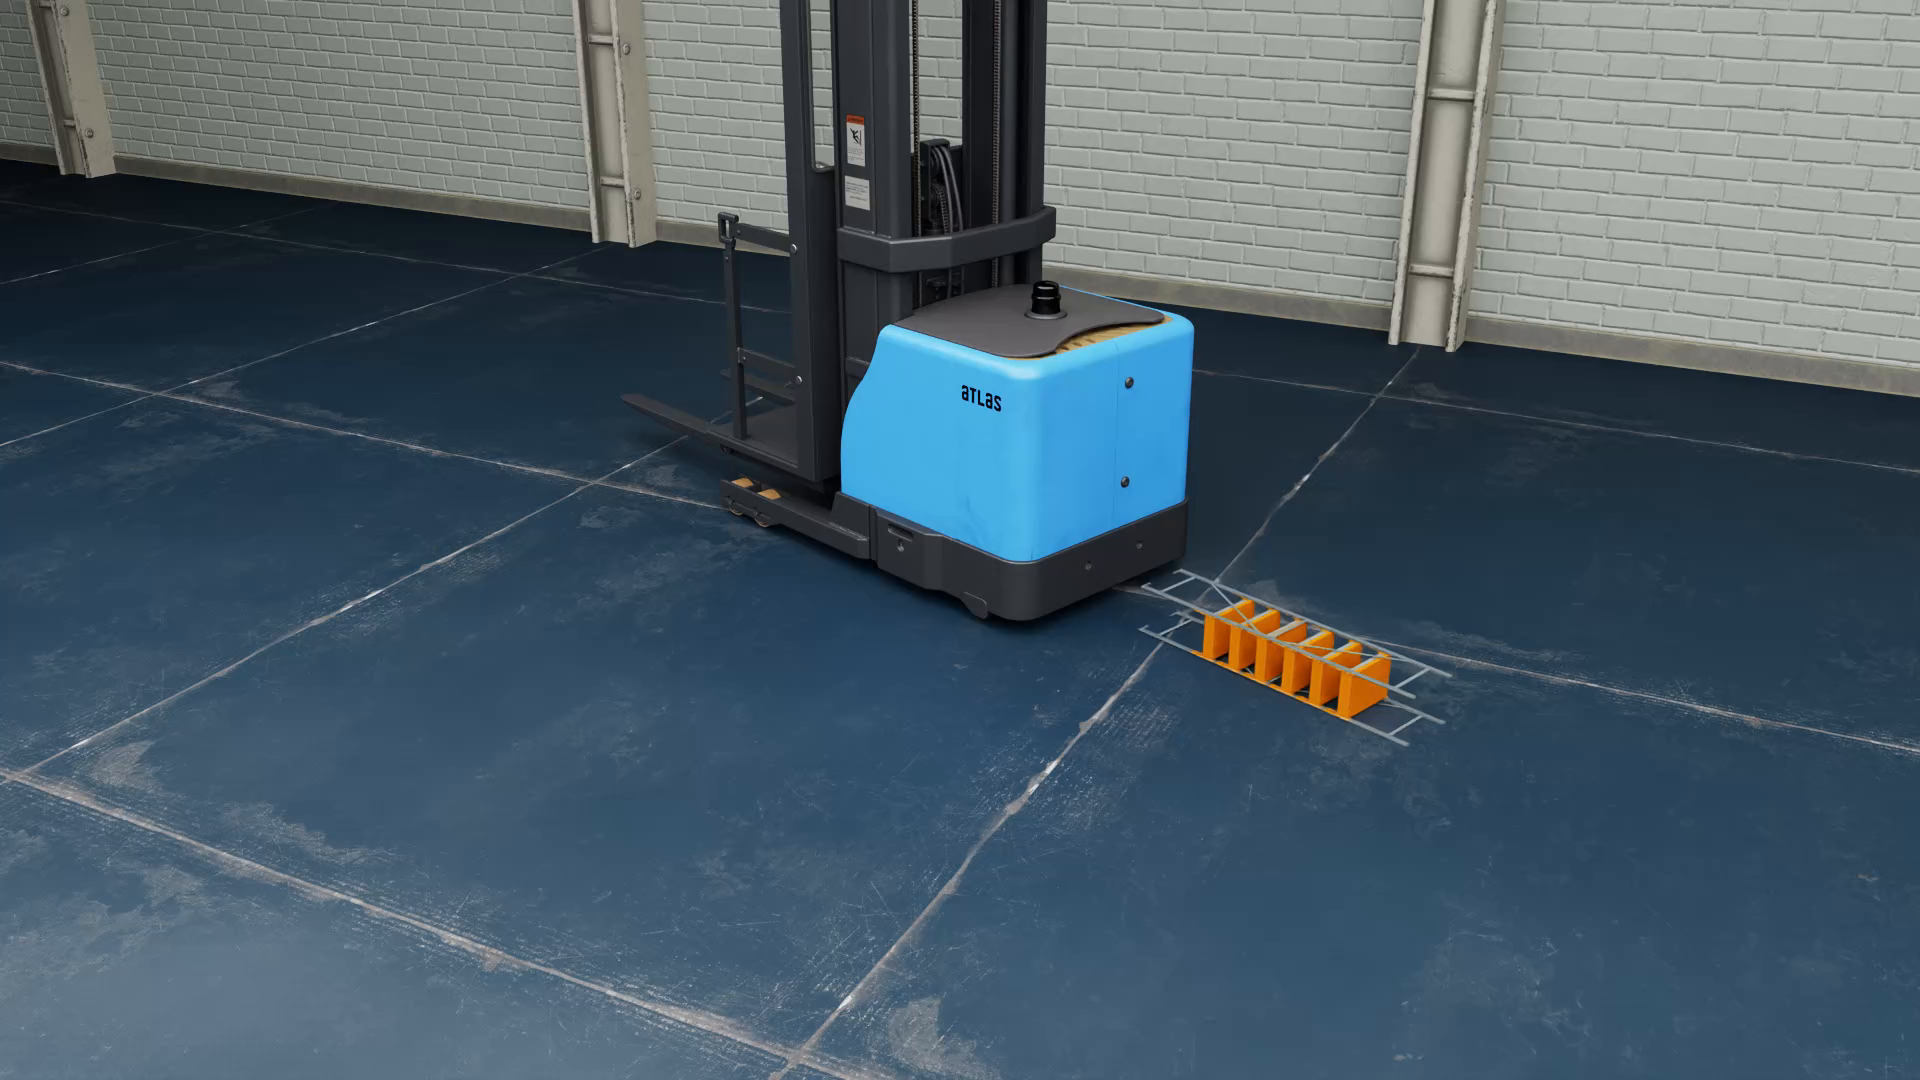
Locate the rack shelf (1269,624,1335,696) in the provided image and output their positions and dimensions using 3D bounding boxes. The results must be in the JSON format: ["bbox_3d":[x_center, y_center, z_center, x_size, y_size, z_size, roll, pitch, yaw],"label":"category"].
[{"bbox_3d":[1.237,0.427,5.996,0.258,0.180,0.103,-20,31,-39],"label":"rack shelf"}]

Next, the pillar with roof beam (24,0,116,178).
[{"bbox_3d":[-9.824,-5.960,9.766,0.400,9.000,9.100,11,25,25],"label":"pillar with roof beam"}]

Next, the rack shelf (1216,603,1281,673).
[{"bbox_3d":[1.073,0.358,6.156,0.258,0.180,0.103,-20,31,-39],"label":"rack shelf"}]

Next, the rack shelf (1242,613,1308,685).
[{"bbox_3d":[1.155,0.392,6.076,0.258,0.180,0.103,-20,31,-39],"label":"rack shelf"}]

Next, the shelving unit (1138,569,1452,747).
[{"bbox_3d":[1.185,0.405,6.046,0.258,0.189,1.200,-20,31,-39],"label":"shelving unit"}]

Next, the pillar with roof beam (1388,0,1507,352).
[{"bbox_3d":[0.885,-3.841,4.783,0.400,9.000,9.100,11,25,25],"label":"pillar with roof beam"}]

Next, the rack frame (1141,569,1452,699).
[{"bbox_3d":[1.186,0.321,6.010,0.240,0.006,1.200,-20,31,-39],"label":"rack frame"}]

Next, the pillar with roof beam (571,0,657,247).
[{"bbox_3d":[-4.469,-4.900,7.275,0.400,9.000,9.100,11,25,25],"label":"pillar with roof beam"}]

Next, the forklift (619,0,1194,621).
[{"bbox_3d":[-0.434,-1.528,7.097,1.130,2.935,3.031,-20,30,-39],"label":"forklift"}]

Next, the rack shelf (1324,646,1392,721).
[{"bbox_3d":[1.401,0.497,5.835,0.258,0.180,0.103,-20,31,-39],"label":"rack shelf"}]

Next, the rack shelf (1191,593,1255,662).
[{"bbox_3d":[0.991,0.323,6.237,0.258,0.180,0.103,-20,31,-39],"label":"rack shelf"}]

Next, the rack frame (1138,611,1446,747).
[{"bbox_3d":[1.185,0.489,6.082,0.240,0.006,1.200,-20,31,-39],"label":"rack frame"}]

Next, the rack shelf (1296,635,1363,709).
[{"bbox_3d":[1.319,0.462,5.915,0.258,0.180,0.103,-20,31,-39],"label":"rack shelf"}]
